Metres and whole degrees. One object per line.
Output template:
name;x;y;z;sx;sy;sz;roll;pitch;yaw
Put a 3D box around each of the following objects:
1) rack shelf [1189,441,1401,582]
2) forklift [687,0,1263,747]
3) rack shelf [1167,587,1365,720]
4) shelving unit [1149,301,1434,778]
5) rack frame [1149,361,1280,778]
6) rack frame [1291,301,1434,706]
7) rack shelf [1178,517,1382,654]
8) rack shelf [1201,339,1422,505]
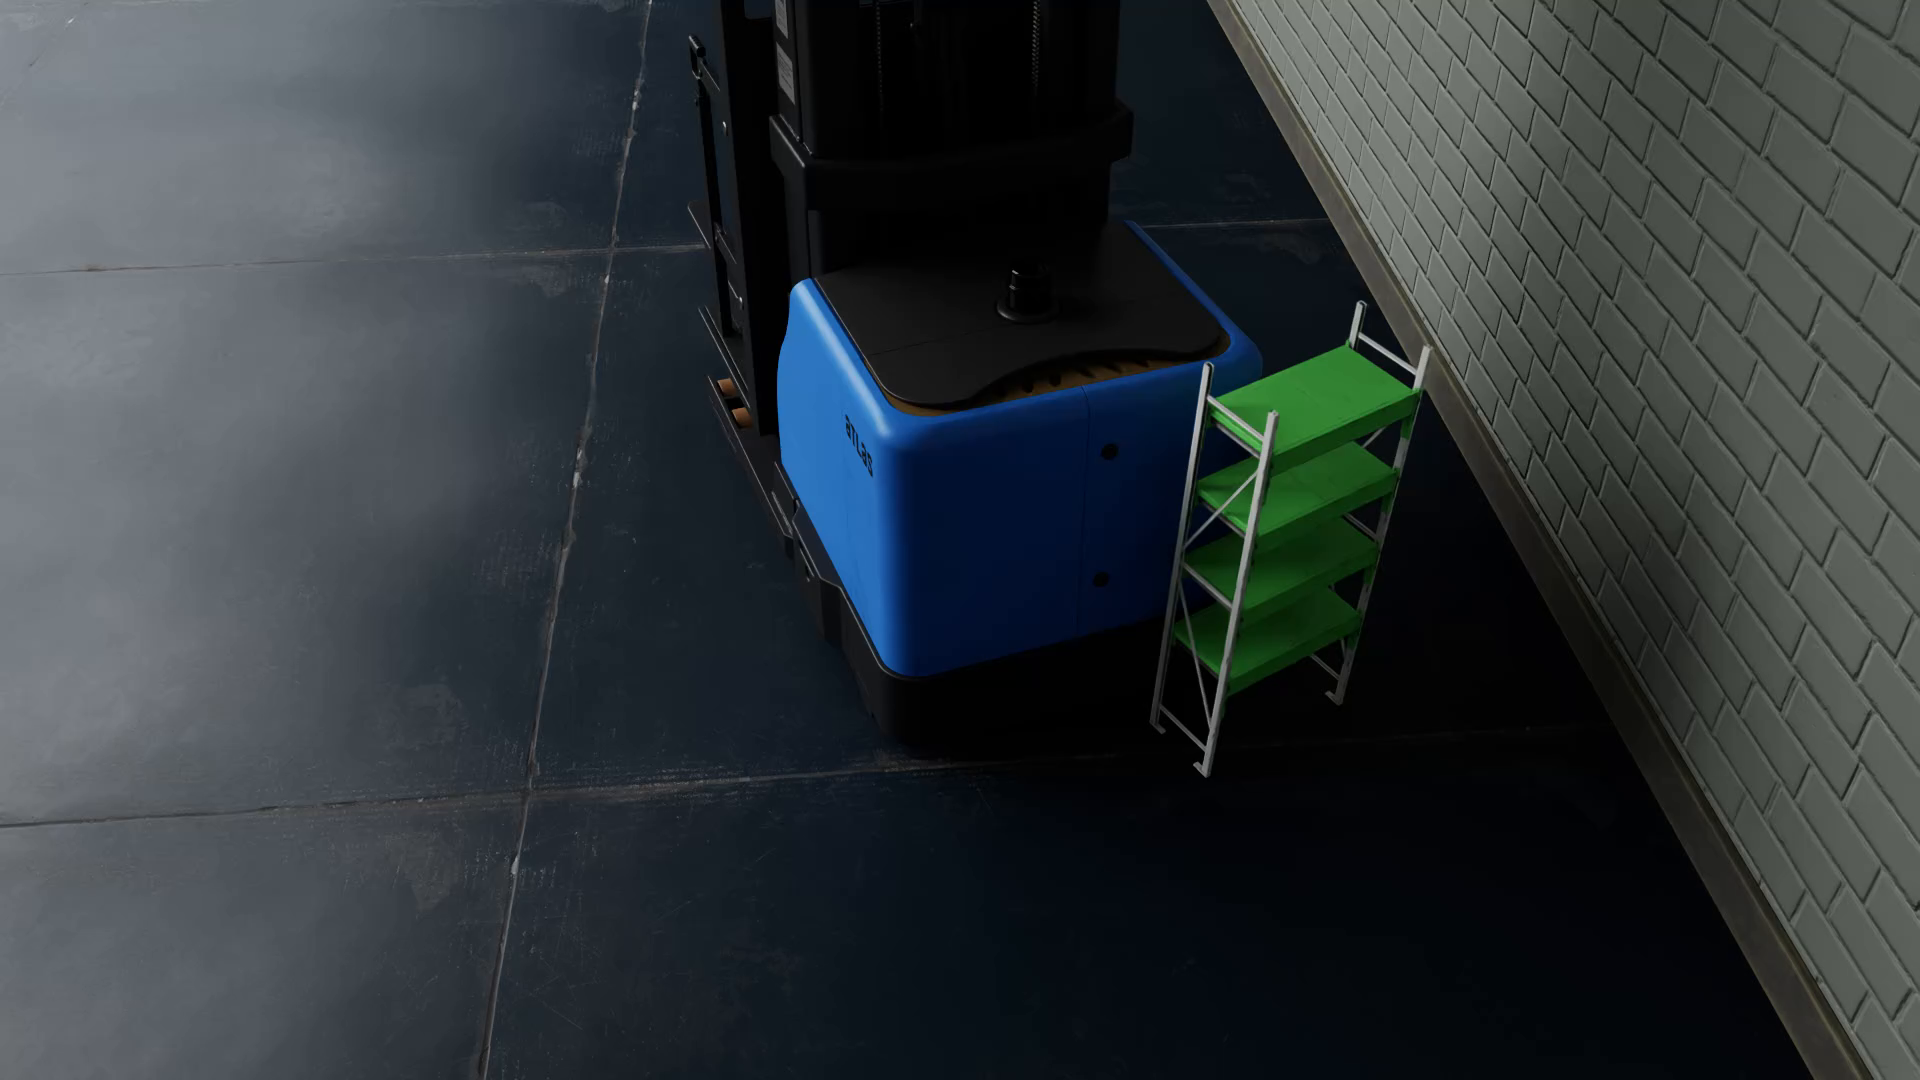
rack shelf;0.820;-0.106;4.120;0.480;0.148;0.258;-23;47;-26
forklift;-0.223;-1.515;4.804;1.130;2.935;3.031;-13;40;-16
rack shelf;0.806;0.257;4.434;0.480;0.148;0.258;-23;47;-26
shelving unit;0.815;0.028;4.235;0.503;1.200;0.258;-23;47;-26
rack frame;0.614;0.113;4.127;0.015;1.200;0.240;-23;47;-26
rack frame;1.016;-0.058;4.344;0.015;1.200;0.240;-23;47;-26
rack shelf;0.813;0.076;4.277;0.480;0.148;0.258;-23;47;-26
rack shelf;0.827;-0.287;3.964;0.480;0.148;0.258;-23;47;-26
